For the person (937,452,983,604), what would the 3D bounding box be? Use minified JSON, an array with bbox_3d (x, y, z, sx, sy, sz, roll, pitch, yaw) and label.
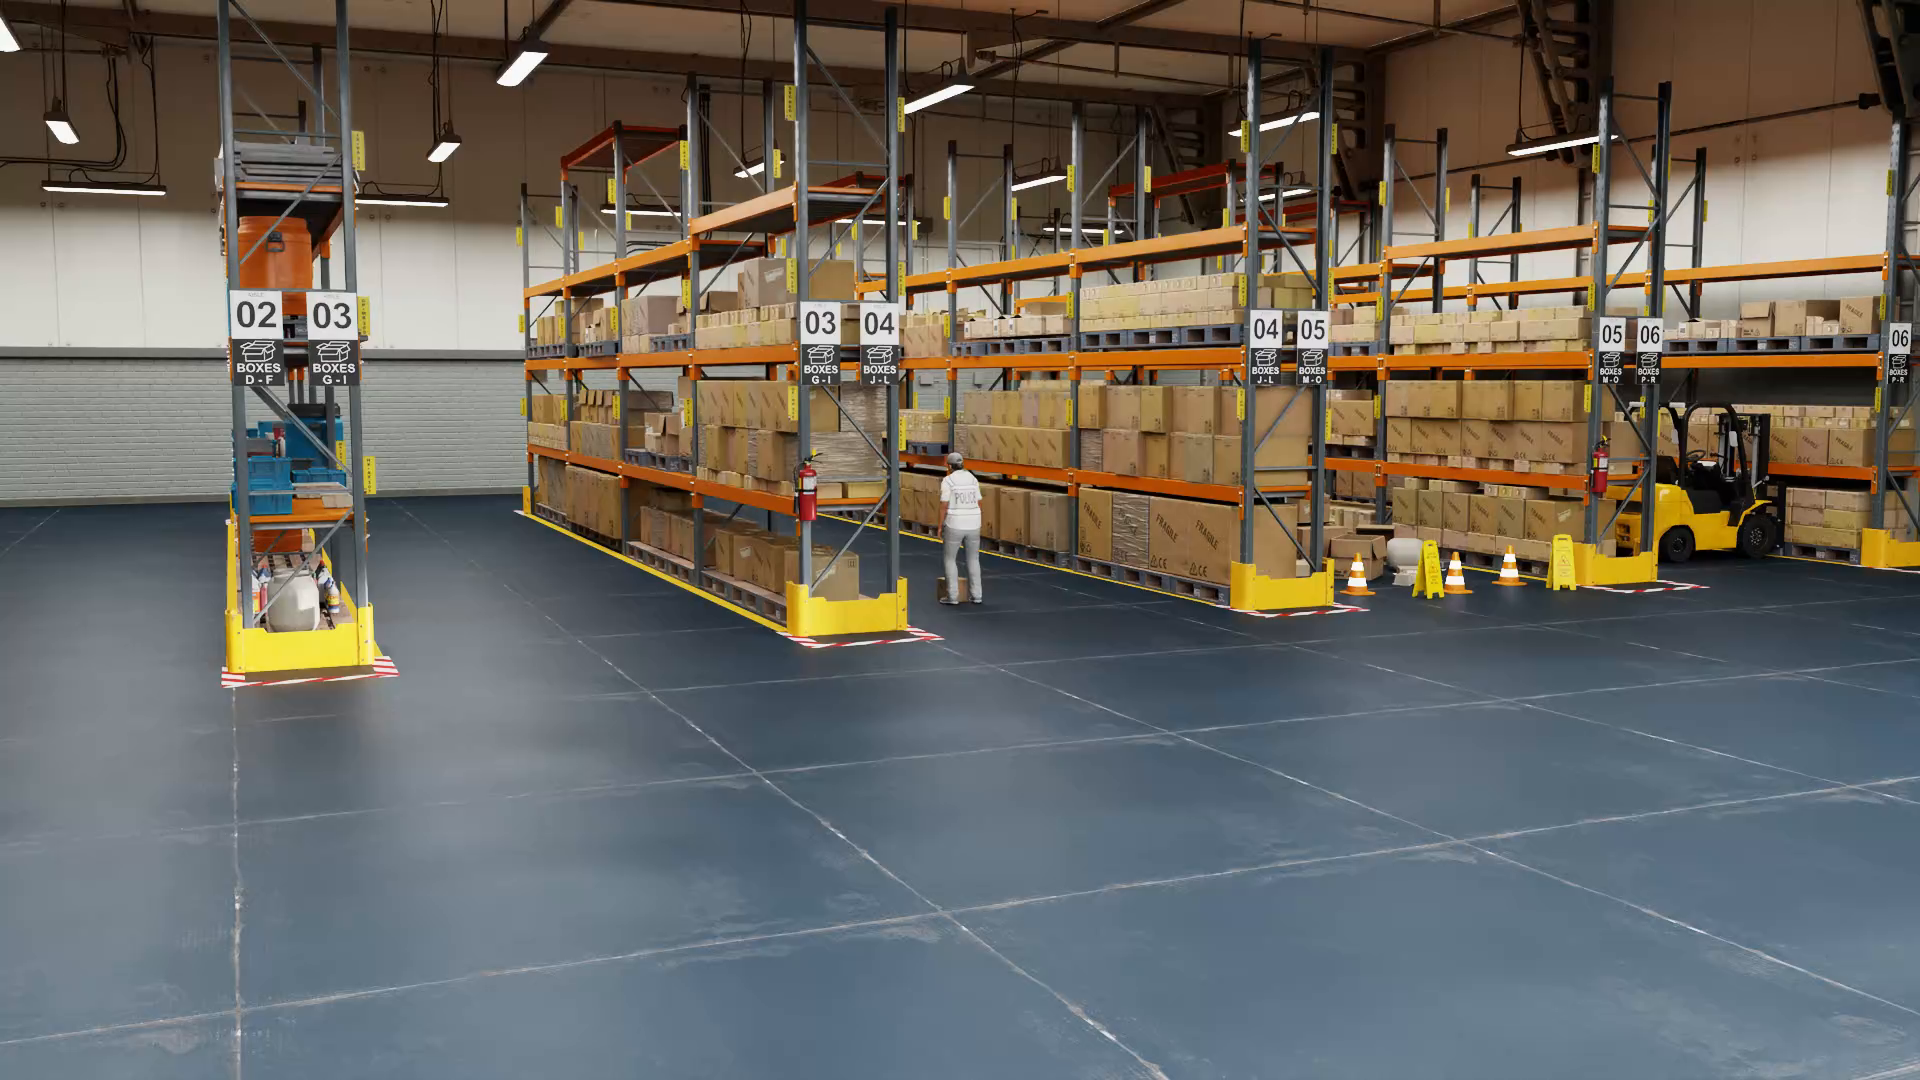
[{"bbox_3d":[0.002,-0.130,18.326,0.554,1.666,0.470,-3,6,-25],"label":"person"}]
